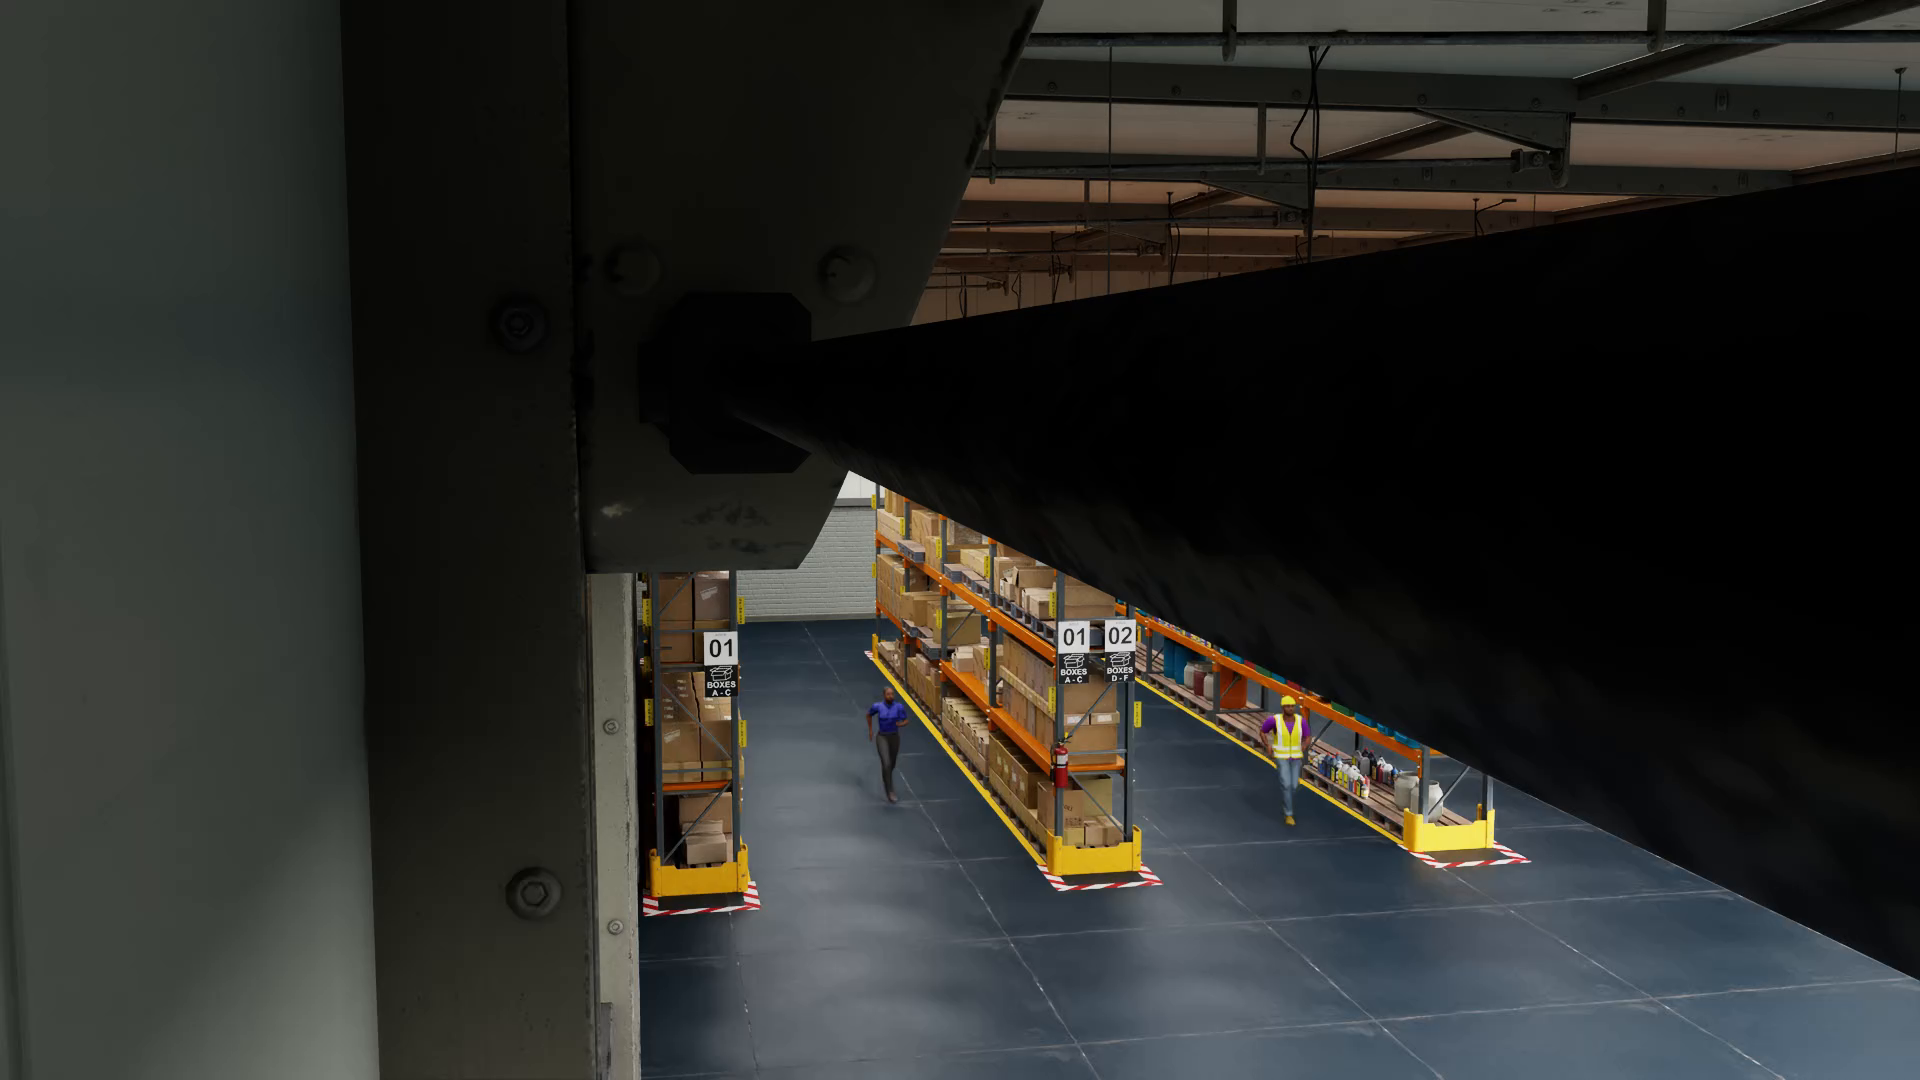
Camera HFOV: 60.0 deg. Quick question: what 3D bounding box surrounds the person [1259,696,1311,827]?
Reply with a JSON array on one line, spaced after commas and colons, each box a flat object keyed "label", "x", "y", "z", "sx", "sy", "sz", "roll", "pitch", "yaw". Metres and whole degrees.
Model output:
[{"label": "person", "x": 4.586, "y": 3.057, "z": 23.339, "sx": 0.701, "sy": 1.769, "sz": 0.827, "roll": -1, "pitch": 6, "yaw": -6}]

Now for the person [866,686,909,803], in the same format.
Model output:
[{"label": "person", "x": -1.062, "y": 2.963, "z": 24.565, "sx": 0.567, "sy": 1.661, "sz": 0.933, "roll": -2, "pitch": 6, "yaw": -18}]
